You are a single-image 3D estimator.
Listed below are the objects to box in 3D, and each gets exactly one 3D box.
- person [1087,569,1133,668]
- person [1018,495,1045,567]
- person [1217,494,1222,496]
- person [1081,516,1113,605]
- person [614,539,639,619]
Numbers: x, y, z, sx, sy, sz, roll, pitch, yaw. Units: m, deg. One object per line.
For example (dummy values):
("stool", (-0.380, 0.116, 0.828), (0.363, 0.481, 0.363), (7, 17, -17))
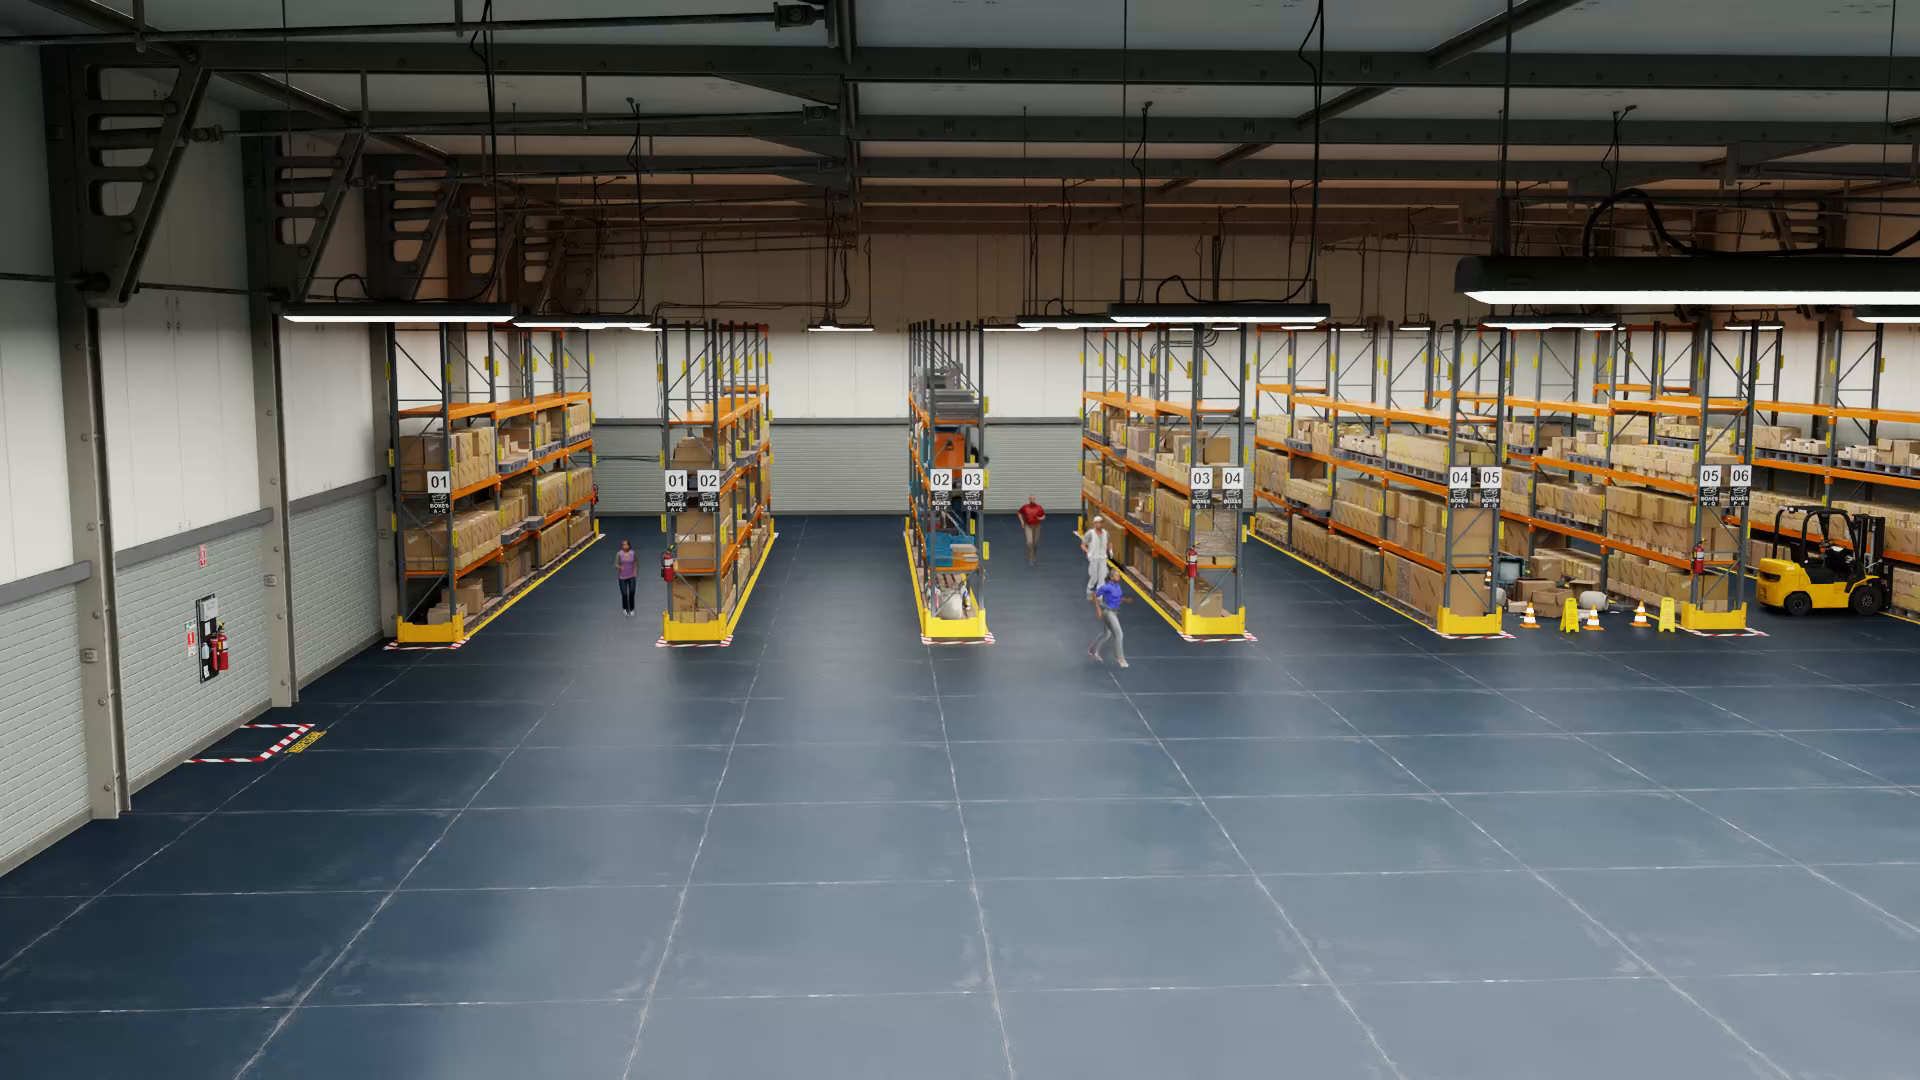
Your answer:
("person", (2.606, 1.342, 28.805), (0.833, 1.704, 0.547), (4, 8, 27))
("person", (1.803, -0.252, 41.458), (0.653, 1.763, 0.807), (-1, 7, -8))
("person", (7.244, -1.018, 47.363), (0.721, 1.785, 0.836), (2, 7, 15))
("person", (2.791, 0.401, 33.699), (0.683, 1.783, 0.660), (-2, 7, -16))
("person", (-6.738, 0.792, 33.642), (0.489, 1.625, 0.711), (-1, 7, -11))
